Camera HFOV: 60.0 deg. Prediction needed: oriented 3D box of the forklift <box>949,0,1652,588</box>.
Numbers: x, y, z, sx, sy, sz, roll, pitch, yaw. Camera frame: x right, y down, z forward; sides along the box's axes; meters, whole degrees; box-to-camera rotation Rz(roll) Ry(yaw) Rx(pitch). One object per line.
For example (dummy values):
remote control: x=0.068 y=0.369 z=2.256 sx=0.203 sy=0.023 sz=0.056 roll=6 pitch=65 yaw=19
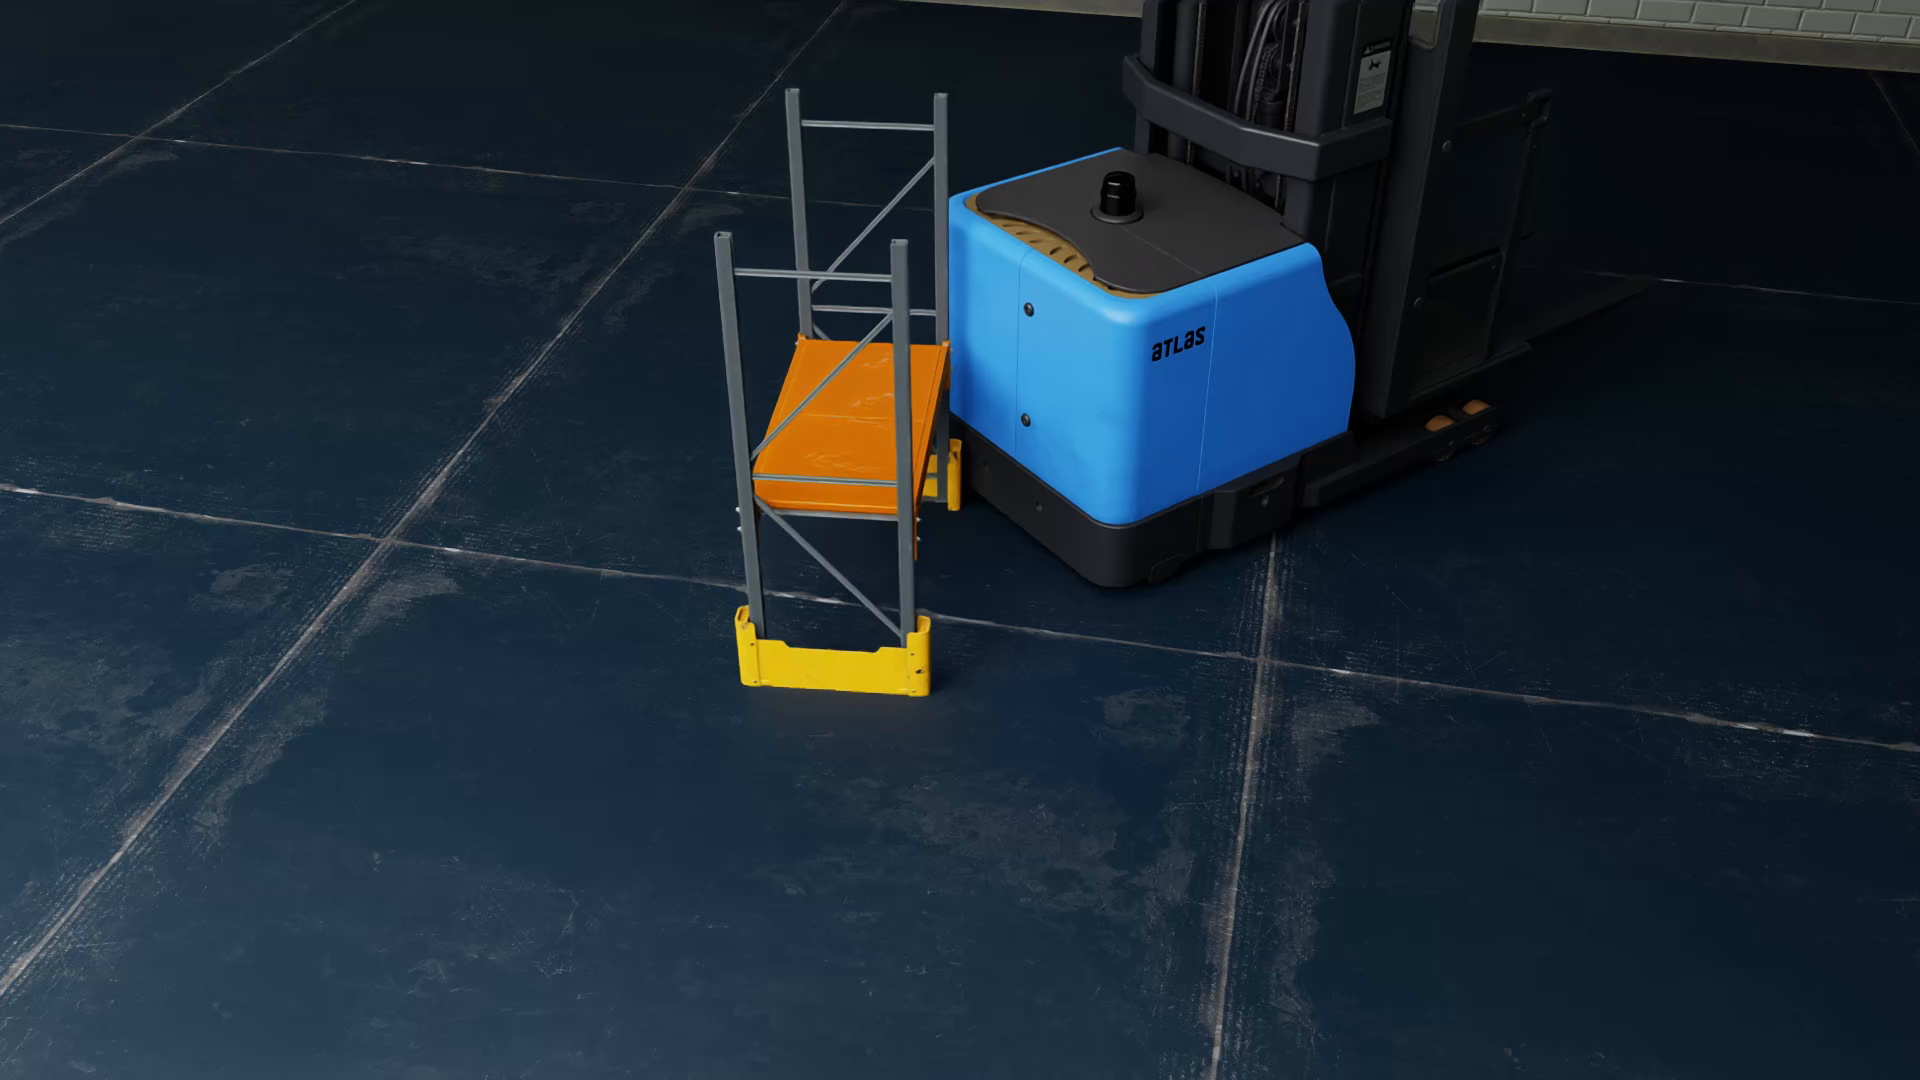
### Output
forklift: x=1.415 y=-1.711 z=5.613 sx=3.031 sy=2.935 sz=1.130 roll=-22 pitch=42 yaw=-28

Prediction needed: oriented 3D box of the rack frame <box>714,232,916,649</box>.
rack frame: x=-0.382 y=-0.166 z=4.701 sx=0.500 sy=1.500 sz=0.032 roll=3 pitch=36 yaw=4

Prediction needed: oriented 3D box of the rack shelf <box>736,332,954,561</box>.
rack shelf: x=-0.334 y=-0.317 z=5.216 sx=0.538 sy=0.185 sz=1.000 roll=3 pitch=36 yaw=4

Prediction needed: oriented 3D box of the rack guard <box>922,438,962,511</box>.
rack guard: x=-0.288 y=-0.242 z=5.871 sx=0.587 sy=0.250 sz=0.087 roll=3 pitch=36 yaw=4

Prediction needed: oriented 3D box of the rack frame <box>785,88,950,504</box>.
rack frame: x=-0.286 y=-0.760 z=5.520 sx=0.500 sy=1.500 sz=0.032 roll=3 pitch=36 yaw=4

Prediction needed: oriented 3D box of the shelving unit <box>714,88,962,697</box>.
shelving unit: x=-0.335 y=-0.458 z=5.103 sx=0.587 sy=1.500 sz=1.083 roll=3 pitch=36 yaw=4

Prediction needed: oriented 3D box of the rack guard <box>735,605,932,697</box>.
rack guard: x=-0.382 y=0.339 z=5.069 sx=0.587 sy=0.250 sz=0.087 roll=3 pitch=36 yaw=4
